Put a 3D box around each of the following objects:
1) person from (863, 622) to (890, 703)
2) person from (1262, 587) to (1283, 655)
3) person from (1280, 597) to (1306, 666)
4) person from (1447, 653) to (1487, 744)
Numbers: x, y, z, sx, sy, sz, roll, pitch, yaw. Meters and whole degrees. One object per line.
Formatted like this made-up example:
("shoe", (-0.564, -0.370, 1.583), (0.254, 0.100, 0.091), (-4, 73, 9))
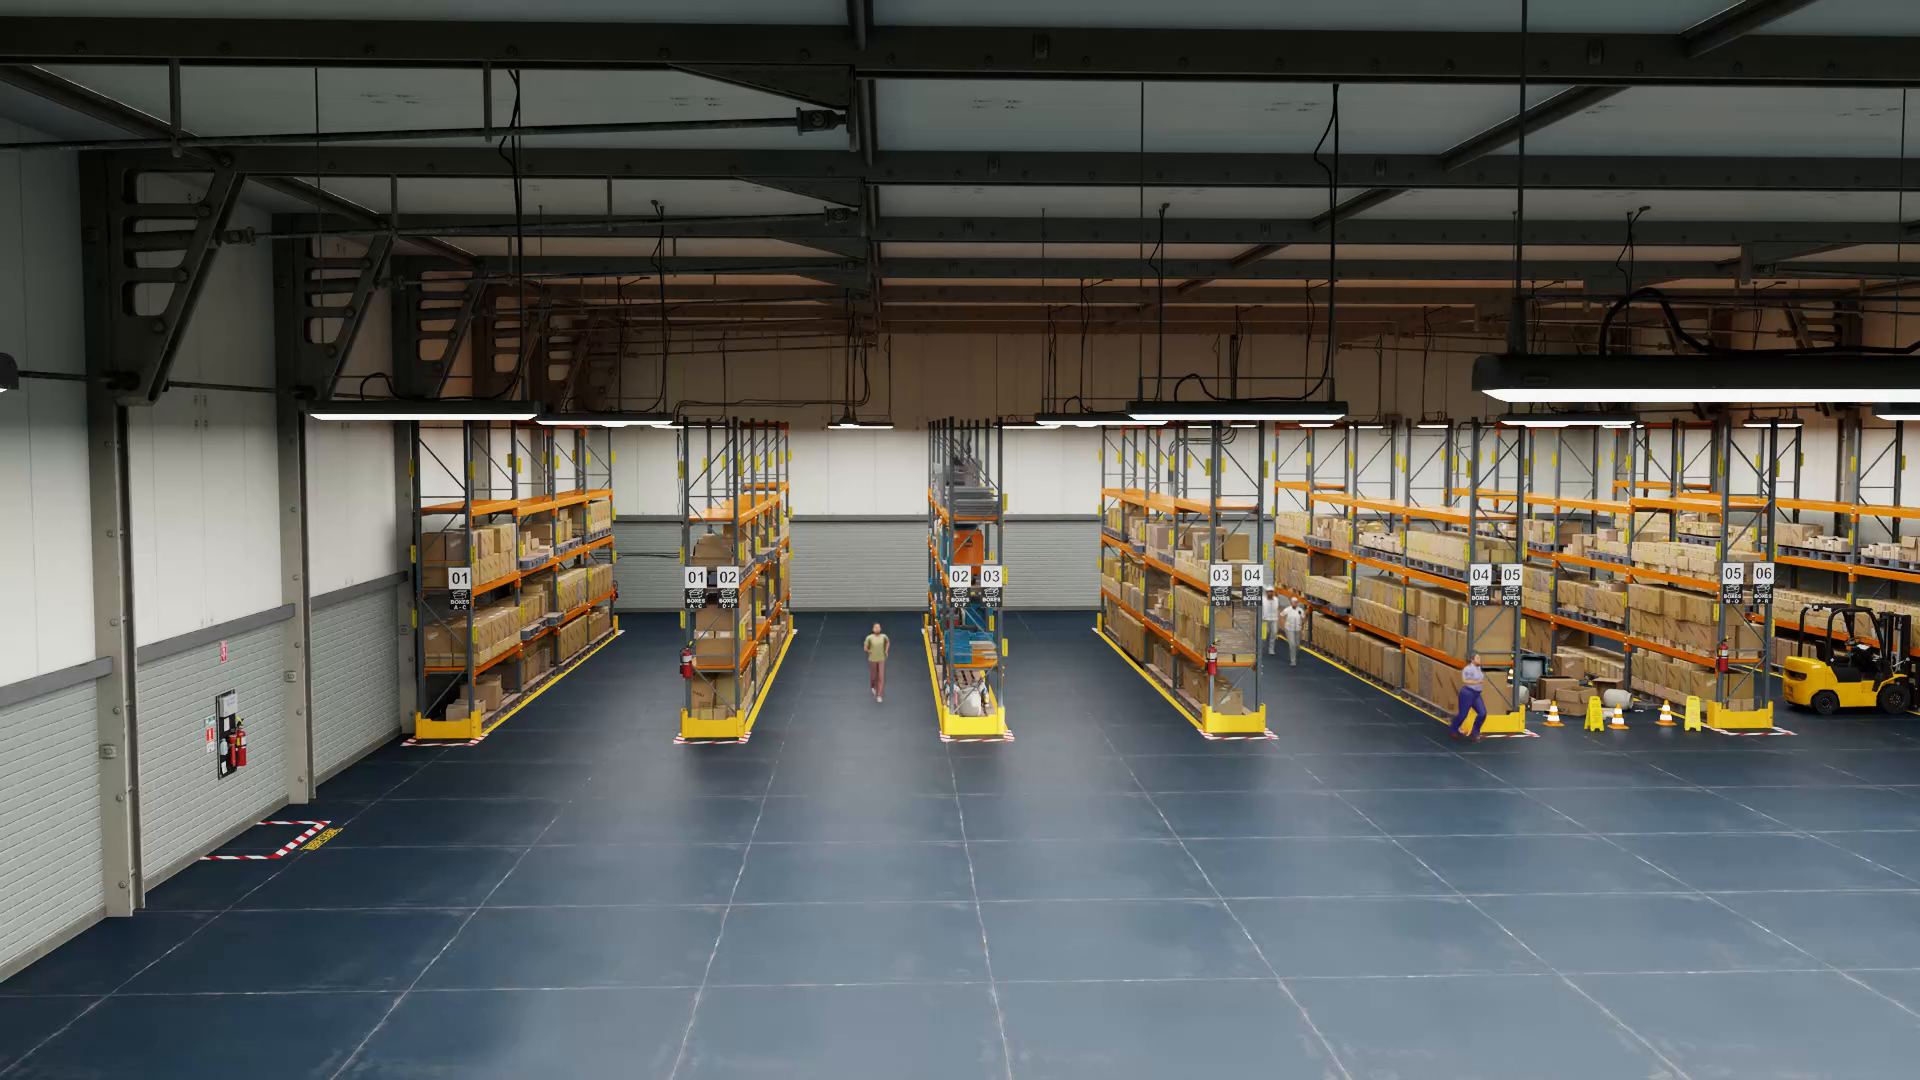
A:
("person", (-1.764, 2.586, 35.367), (0.578, 1.641, 0.935), (-1, 4, -9))
("person", (7.986, 2.072, 42.765), (0.696, 1.750, 0.855), (0, 4, -3))
("person", (8.182, 2.230, 40.828), (0.627, 1.658, 0.808), (0, 4, -4))
("person", (9.419, 2.924, 30.651), (0.603, 1.706, 0.720), (-3, 5, -37))
